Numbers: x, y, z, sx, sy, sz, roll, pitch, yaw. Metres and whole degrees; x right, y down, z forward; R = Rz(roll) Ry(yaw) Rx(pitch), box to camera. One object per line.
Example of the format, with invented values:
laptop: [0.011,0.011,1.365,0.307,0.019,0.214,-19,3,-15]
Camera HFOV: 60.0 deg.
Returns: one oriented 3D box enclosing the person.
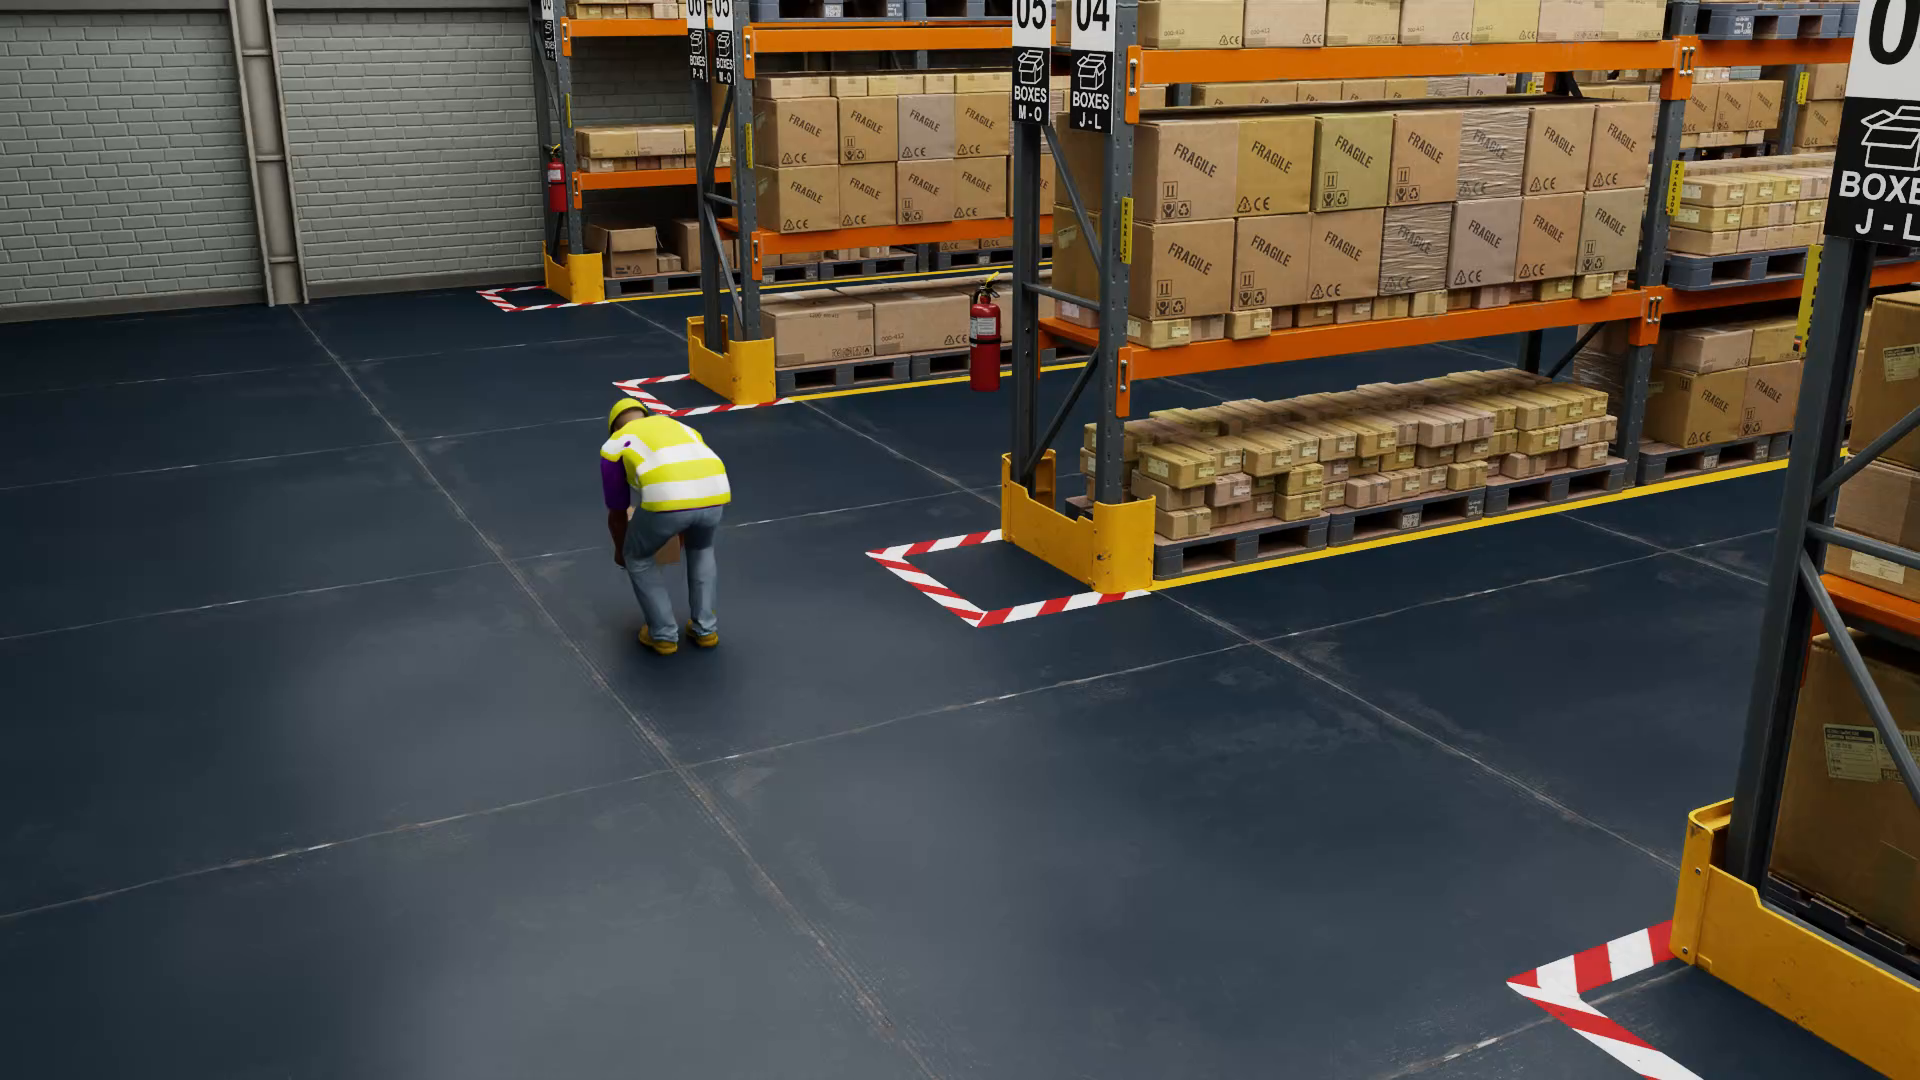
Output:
person: [-1.479,-0.070,8.219,0.504,1.142,0.960,-11,21,-29]
